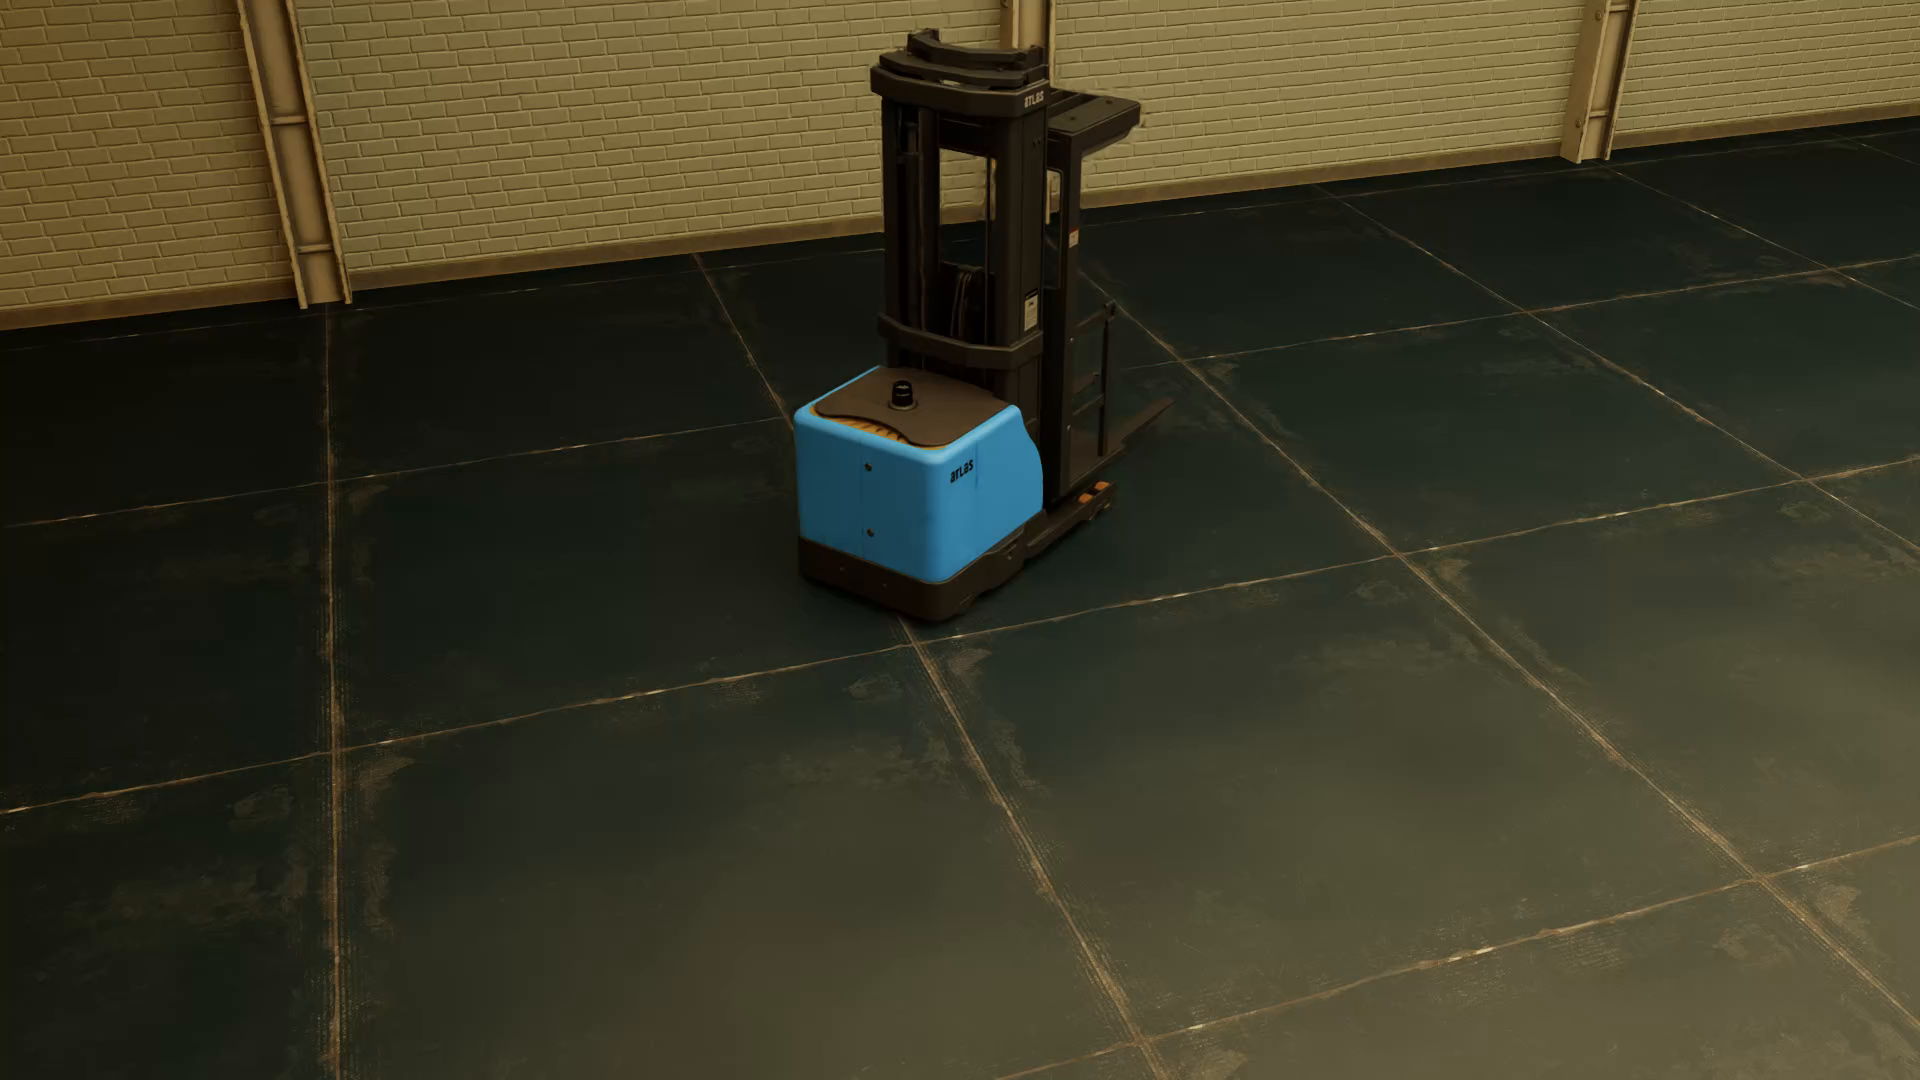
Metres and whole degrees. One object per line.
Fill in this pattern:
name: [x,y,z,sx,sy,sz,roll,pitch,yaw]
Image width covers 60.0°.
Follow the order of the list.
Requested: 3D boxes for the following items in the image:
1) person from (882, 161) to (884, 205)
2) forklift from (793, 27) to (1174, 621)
person: [-0.276,-2.360,12.326,0.576,1.780,0.638,-8,31,-14]
forklift: [0.318,-1.512,9.715,1.130,2.935,3.031,19,35,29]
